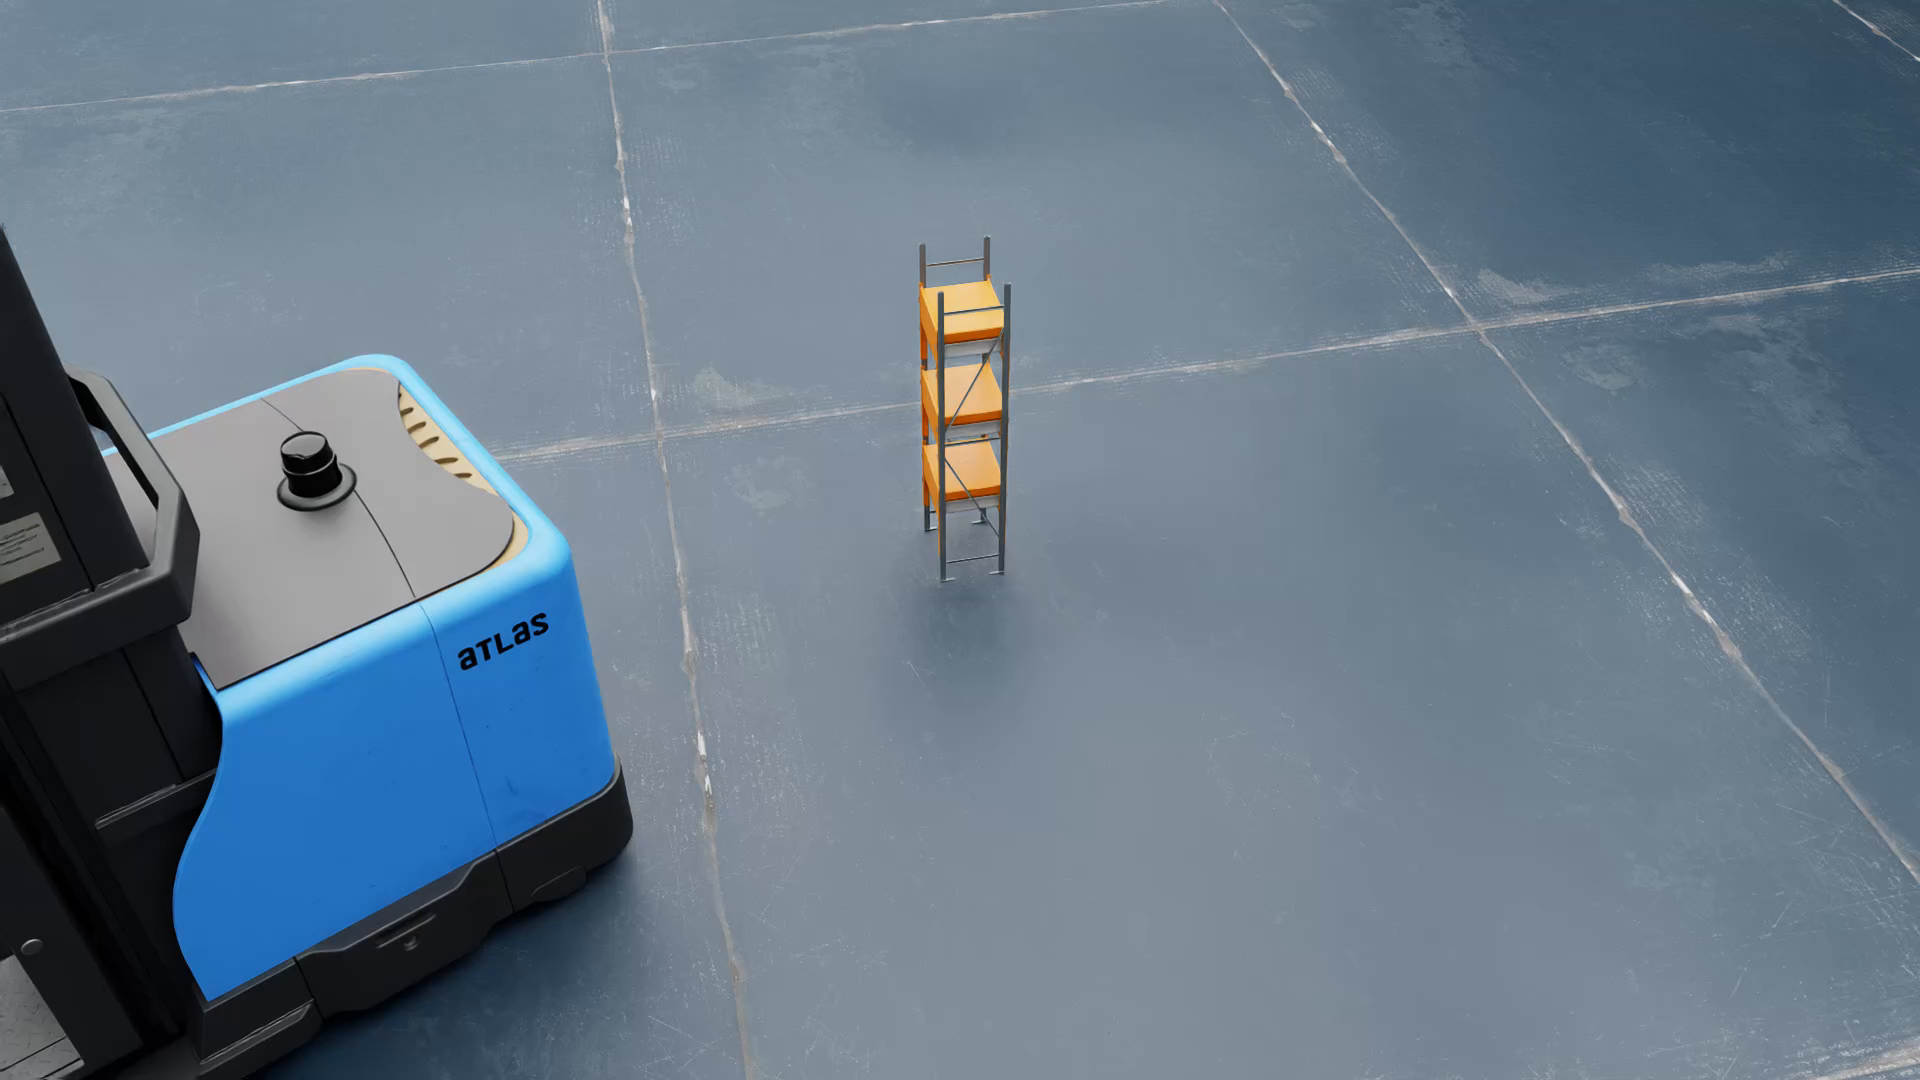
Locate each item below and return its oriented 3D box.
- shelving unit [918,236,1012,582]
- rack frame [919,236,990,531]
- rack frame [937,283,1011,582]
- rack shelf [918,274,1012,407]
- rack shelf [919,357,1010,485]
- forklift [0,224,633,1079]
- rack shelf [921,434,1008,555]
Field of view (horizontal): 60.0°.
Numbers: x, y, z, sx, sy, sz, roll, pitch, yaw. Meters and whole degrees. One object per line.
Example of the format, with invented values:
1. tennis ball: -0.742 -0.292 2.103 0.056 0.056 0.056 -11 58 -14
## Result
1. shelving unit: 0.012 -0.358 4.862 0.215 1.050 0.252 -8 42 -9
2. rack frame: -0.015 -0.437 4.951 0.200 1.050 0.008 -8 42 -9
3. rack frame: 0.038 -0.279 4.773 0.200 1.050 0.008 -8 42 -9
4. rack shelf: 0.012 -0.562 4.681 0.215 0.259 0.240 -8 42 -9
5. rack shelf: 0.012 -0.350 4.869 0.215 0.259 0.240 -8 42 -9
6. forklift: -2.318 0.067 2.967 3.031 2.935 1.130 -27 48 -27
7. rack shelf: 0.012 -0.142 5.054 0.215 0.259 0.240 -8 42 -9
